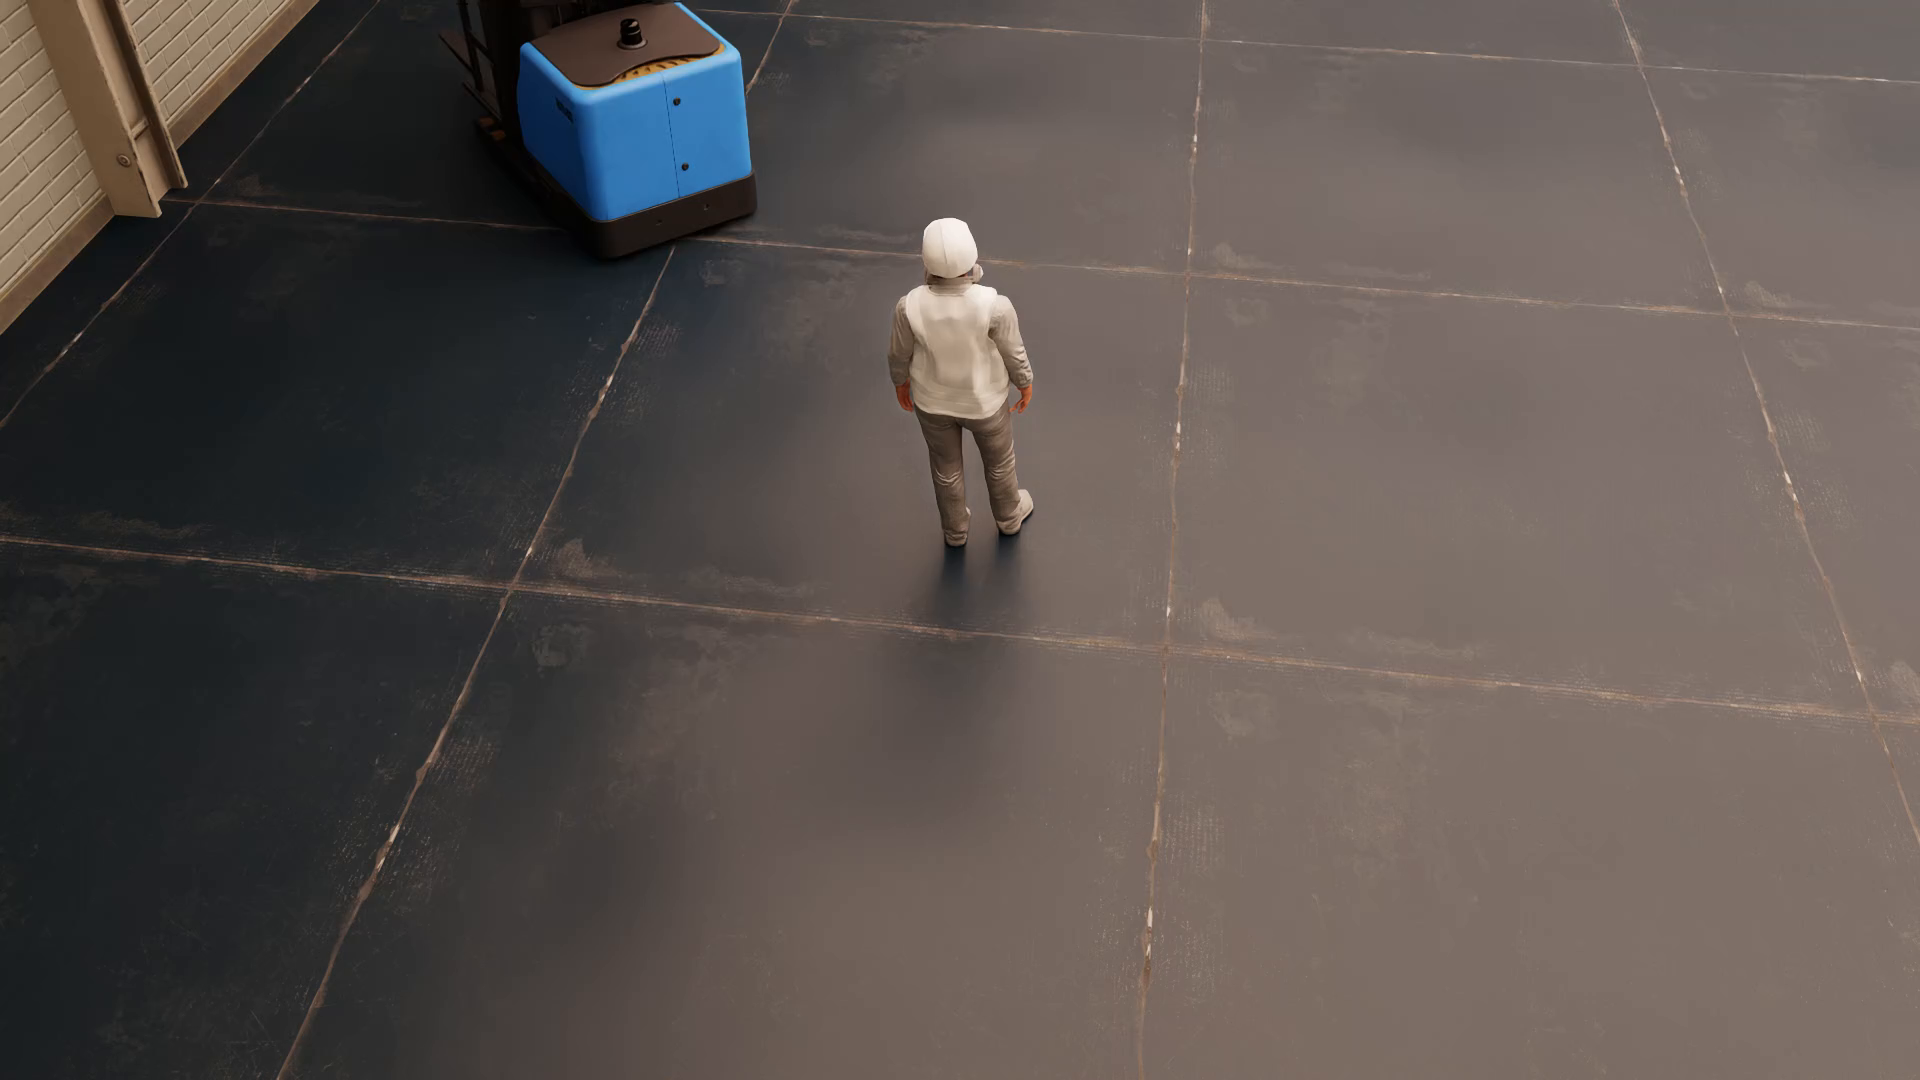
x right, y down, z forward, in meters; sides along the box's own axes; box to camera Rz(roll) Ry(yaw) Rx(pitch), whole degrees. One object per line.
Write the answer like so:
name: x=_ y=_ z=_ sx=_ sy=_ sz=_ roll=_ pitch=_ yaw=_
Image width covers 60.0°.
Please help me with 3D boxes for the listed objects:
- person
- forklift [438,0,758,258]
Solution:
person: x=0.017 y=-0.699 z=7.330 sx=0.632 sy=1.773 sz=0.568 roll=5 pitch=43 yaw=6
forklift: x=-2.446 y=-3.666 z=9.715 sx=1.130 sy=2.935 sz=3.031 roll=-24 pitch=48 yaw=-24
